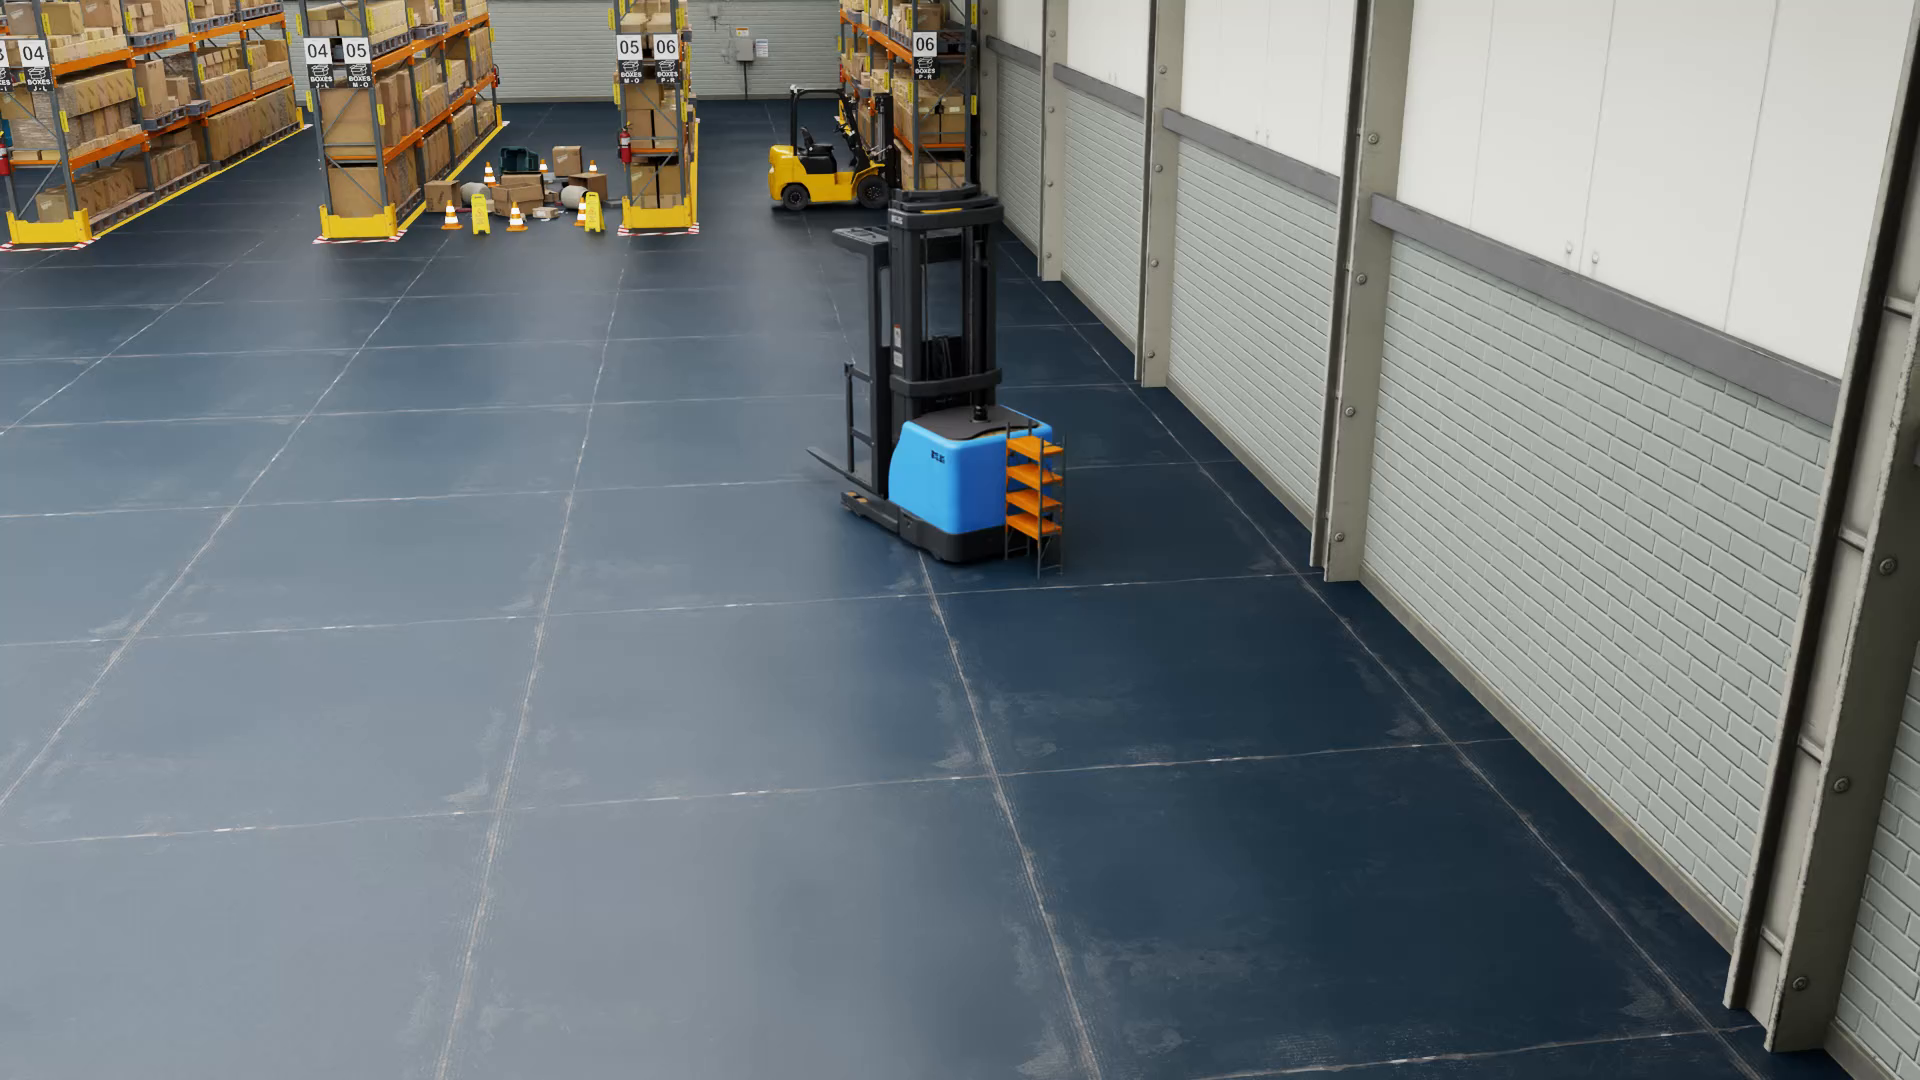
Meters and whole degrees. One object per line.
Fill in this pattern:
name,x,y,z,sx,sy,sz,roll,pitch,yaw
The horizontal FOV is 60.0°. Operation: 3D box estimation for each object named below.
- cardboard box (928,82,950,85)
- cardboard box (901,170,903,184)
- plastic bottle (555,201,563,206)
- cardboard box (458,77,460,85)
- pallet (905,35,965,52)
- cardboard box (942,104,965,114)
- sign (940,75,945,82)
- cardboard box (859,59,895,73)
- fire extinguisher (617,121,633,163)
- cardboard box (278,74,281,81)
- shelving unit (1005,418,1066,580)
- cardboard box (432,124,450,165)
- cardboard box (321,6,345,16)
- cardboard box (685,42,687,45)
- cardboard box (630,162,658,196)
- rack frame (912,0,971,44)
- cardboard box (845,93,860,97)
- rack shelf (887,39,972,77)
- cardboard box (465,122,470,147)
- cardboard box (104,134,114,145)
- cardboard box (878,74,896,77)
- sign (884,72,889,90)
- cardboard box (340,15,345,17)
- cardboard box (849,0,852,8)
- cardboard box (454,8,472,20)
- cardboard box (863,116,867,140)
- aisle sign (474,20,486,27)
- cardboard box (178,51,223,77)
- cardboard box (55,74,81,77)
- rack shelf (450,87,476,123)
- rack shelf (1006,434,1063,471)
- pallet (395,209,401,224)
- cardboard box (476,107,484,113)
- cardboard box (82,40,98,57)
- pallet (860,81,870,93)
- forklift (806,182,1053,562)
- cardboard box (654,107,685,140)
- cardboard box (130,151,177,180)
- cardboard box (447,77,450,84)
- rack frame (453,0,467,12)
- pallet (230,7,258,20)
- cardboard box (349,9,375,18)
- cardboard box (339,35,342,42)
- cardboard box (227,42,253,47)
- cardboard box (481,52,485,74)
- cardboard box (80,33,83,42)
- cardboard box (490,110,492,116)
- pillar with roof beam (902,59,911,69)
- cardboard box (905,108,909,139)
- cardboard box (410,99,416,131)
cardboard box,-0.402,-8.606,31.551,0.380,0.149,0.250,-3,21,-9
cardboard box,-0.852,-6.738,30.658,0.500,0.250,0.500,-3,21,-9
plastic bottle,-7.473,-6.305,31.085,0.133,0.061,0.283,1,20,2
cardboard box,-11.433,-10.301,37.342,0.380,0.149,0.250,-4,21,-10
pallet,-0.392,-8.700,29.136,1.003,0.211,1.213,-3,21,-8
cardboard box,-0.108,-7.571,29.205,0.380,0.149,0.250,-3,21,-9
sign,-0.343,-8.946,32.605,0.100,0.325,0.005,-3,21,-8
cardboard box,-1.887,-10.661,37.799,0.797,0.503,0.637,-3,21,-9
fire extinguisher,-5.666,-6.739,28.158,0.296,0.674,0.183,-3,21,-8
cardboard box,-16.814,-11.300,40.618,0.380,0.149,0.250,-3,21,-9
shelving unit,0.607,-0.336,13.476,0.258,1.200,0.503,-12,24,-29
cardboard box,-11.265,-8.251,34.710,1.050,0.750,0.750,-3,21,-8
cardboard box,-10.678,-8.998,28.284,0.380,0.149,0.250,-3,21,-9
cardboard box,-6.644,-11.366,38.864,0.500,0.500,0.500,-2,21,-6
cardboard box,-5.600,-6.363,29.296,0.500,0.500,0.500,-3,21,-7
rack frame,-0.315,-9.900,27.937,1.000,3.000,0.127,-3,21,-8
cardboard box,-2.627,-11.440,43.602,0.797,0.503,0.637,-4,21,-10
rack shelf,-0.604,-8.851,30.441,1.077,0.370,4.000,-3,21,-8
cardboard box,-11.341,-9.135,37.435,0.500,0.500,0.500,-3,21,-9
cardboard box,-15.086,-7.026,29.174,0.380,0.149,0.250,-3,21,-8
cardboard box,-1.518,-9.639,34.741,0.380,0.149,0.250,-2,21,-7
sign,-1.428,-8.950,32.423,0.100,0.325,0.005,-3,21,-8
cardboard box,-10.600,-8.774,28.254,0.500,0.250,0.500,-3,21,-8
cardboard box,-2.393,-12.561,38.963,0.380,0.149,0.250,-3,21,-7
cardboard box,-11.646,-12.217,38.641,0.500,0.250,0.500,-2,21,-5
cardboard box,-1.975,-9.555,38.558,0.500,0.500,0.500,-4,21,-10
aisle sign,-12.131,-13.352,42.036,0.394,0.787,0.004,-3,21,-8
cardboard box,-16.470,-10.337,36.103,0.797,0.503,0.637,-2,21,-6
cardboard box,-15.651,-7.863,29.060,0.500,0.500,0.500,-3,21,-8
rack shelf,-11.552,-9.679,36.946,1.077,0.370,4.000,-3,21,-8
rack shelf,0.607,-0.705,13.339,0.258,0.148,0.480,-12,24,-29
pallet,-10.303,-5.520,28.769,1.003,0.211,1.213,-3,21,-8
cardboard box,-11.885,-10.521,40.795,0.380,0.149,0.250,-3,21,-7
cardboard box,-15.075,-8.383,28.376,0.500,0.250,0.500,-2,21,-6
pallet,-1.754,-10.443,38.238,1.003,0.211,1.213,-3,21,-8
forklift,-0.413,-1.659,14.543,1.130,2.935,3.031,-12,24,-29
cardboard box,-5.021,-7.203,28.720,0.500,0.500,0.500,-3,21,-9
cardboard box,-15.808,-7.332,32.578,0.700,0.500,0.500,-5,21,-12
cardboard box,-11.218,-9.906,35.858,0.380,0.149,0.250,-4,21,-9
rack frame,-11.840,-13.519,37.625,1.000,3.000,0.127,-3,21,-8
pallet,-16.871,-12.141,38.349,1.003,0.211,1.213,-3,21,-8
cardboard box,-9.879,-8.677,27.424,0.380,0.149,0.250,-3,21,-7
cardboard box,-10.603,-8.447,27.947,0.380,0.149,0.250,-3,21,-7
cardboard box,-17.385,-11.767,40.225,0.500,0.500,0.500,-3,21,-9
cardboard box,-11.884,-11.610,40.521,0.500,0.500,0.500,-2,21,-5
cardboard box,-15.080,-8.503,28.128,0.380,0.149,0.250,-3,21,-8
cardboard box,-11.982,-10.746,41.824,0.380,0.149,0.250,-4,21,-10
pillar with roof beam,-5.514,-14.125,39.247,9.100,9.000,0.400,-3,21,-8
cardboard box,-0.712,-7.474,29.872,0.500,0.500,0.500,-2,21,-6
cardboard box,-10.622,-7.882,30.892,0.875,0.550,0.550,-3,21,-8
